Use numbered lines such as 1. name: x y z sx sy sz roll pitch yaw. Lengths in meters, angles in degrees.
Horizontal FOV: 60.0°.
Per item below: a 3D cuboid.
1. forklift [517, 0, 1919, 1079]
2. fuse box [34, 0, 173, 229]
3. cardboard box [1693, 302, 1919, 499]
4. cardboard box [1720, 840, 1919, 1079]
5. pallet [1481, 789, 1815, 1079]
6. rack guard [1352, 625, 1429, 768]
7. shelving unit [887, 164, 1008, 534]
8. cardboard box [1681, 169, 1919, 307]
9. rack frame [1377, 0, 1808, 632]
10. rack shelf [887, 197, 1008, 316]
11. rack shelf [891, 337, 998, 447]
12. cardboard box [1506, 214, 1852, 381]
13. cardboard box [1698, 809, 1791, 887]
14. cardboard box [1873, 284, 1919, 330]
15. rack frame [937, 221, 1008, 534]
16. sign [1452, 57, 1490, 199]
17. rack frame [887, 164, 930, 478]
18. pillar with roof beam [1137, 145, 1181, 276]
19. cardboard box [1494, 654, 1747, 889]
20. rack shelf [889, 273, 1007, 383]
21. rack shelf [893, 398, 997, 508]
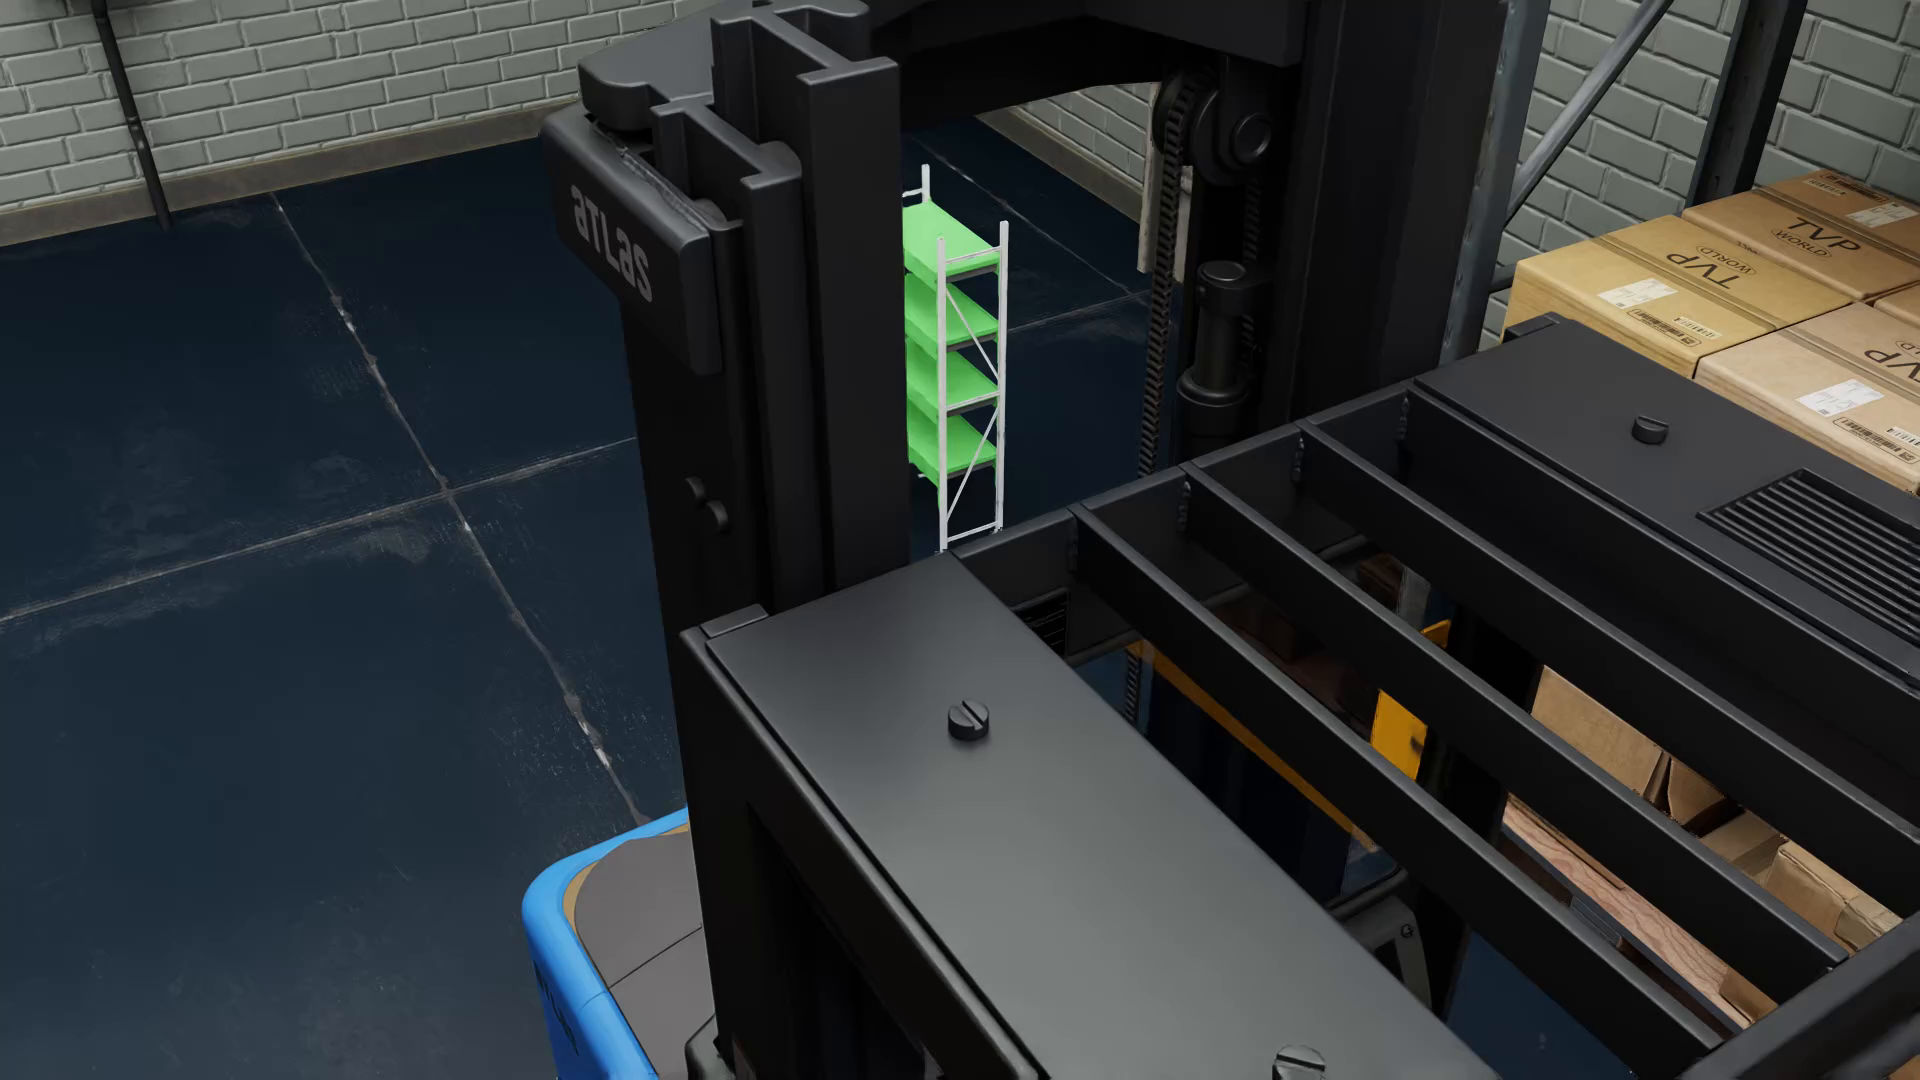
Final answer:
1. forklift: 0.368 0.877 2.064 1.130 2.935 3.031 -20 41 -25
2. fuse box: -3.661 -2.148 7.241 0.539 1.711 0.414 -19 40 -24
3. cardboard box: 1.841 -0.216 3.377 0.500 0.250 0.500 -18 40 -23
4. cardboard box: 2.214 0.903 3.734 0.700 0.500 0.500 -17 40 -22
5. pallet: 2.032 0.847 4.412 1.003 0.211 1.213 -19 40 -24
6. rack guard: 1.631 0.324 4.883 1.175 0.500 0.348 -19 40 -24
7. shelving unit: -0.083 -0.569 5.512 0.258 1.200 0.503 -19 40 -24
8. cardboard box: 2.053 -0.628 3.942 0.500 0.250 0.500 -18 40 -23
9. rack frame: 1.593 -0.725 4.199 1.000 3.000 0.127 -19 40 -24
10. rack shelf: -0.083 -0.905 5.266 0.258 0.148 0.480 -19 40 -24
11. rack shelf: -0.083 -0.517 5.549 0.258 0.148 0.480 -19 40 -24
12. cardboard box: 1.588 -0.473 3.729 0.500 0.250 0.500 -19 40 -24
13. cardboard box: 1.998 0.825 4.138 0.380 0.149 0.250 -21 41 -26
14. cardboard box: 2.311 -0.365 3.581 0.500 0.250 0.500 -19 40 -24
15. rack frame: 0.039 -0.445 5.341 0.240 1.200 0.015 -19 40 -24
16. sign: 1.123 -0.913 3.723 0.100 0.325 0.005 -19 40 -24
17. rack frame: -0.206 -0.693 5.682 0.240 1.200 0.015 -19 40 -24
18. pillar with roof beam: -2.705 -3.514 2.931 9.100 9.000 0.400 -19 40 -24
19. cardboard box: 1.818 0.454 4.346 0.797 0.503 0.637 -21 41 -26
20. rack shelf: -0.083 -0.711 5.408 0.258 0.148 0.480 -19 40 -24
21. rack shelf: -0.083 -0.324 5.691 0.258 0.148 0.480 -19 40 -24
